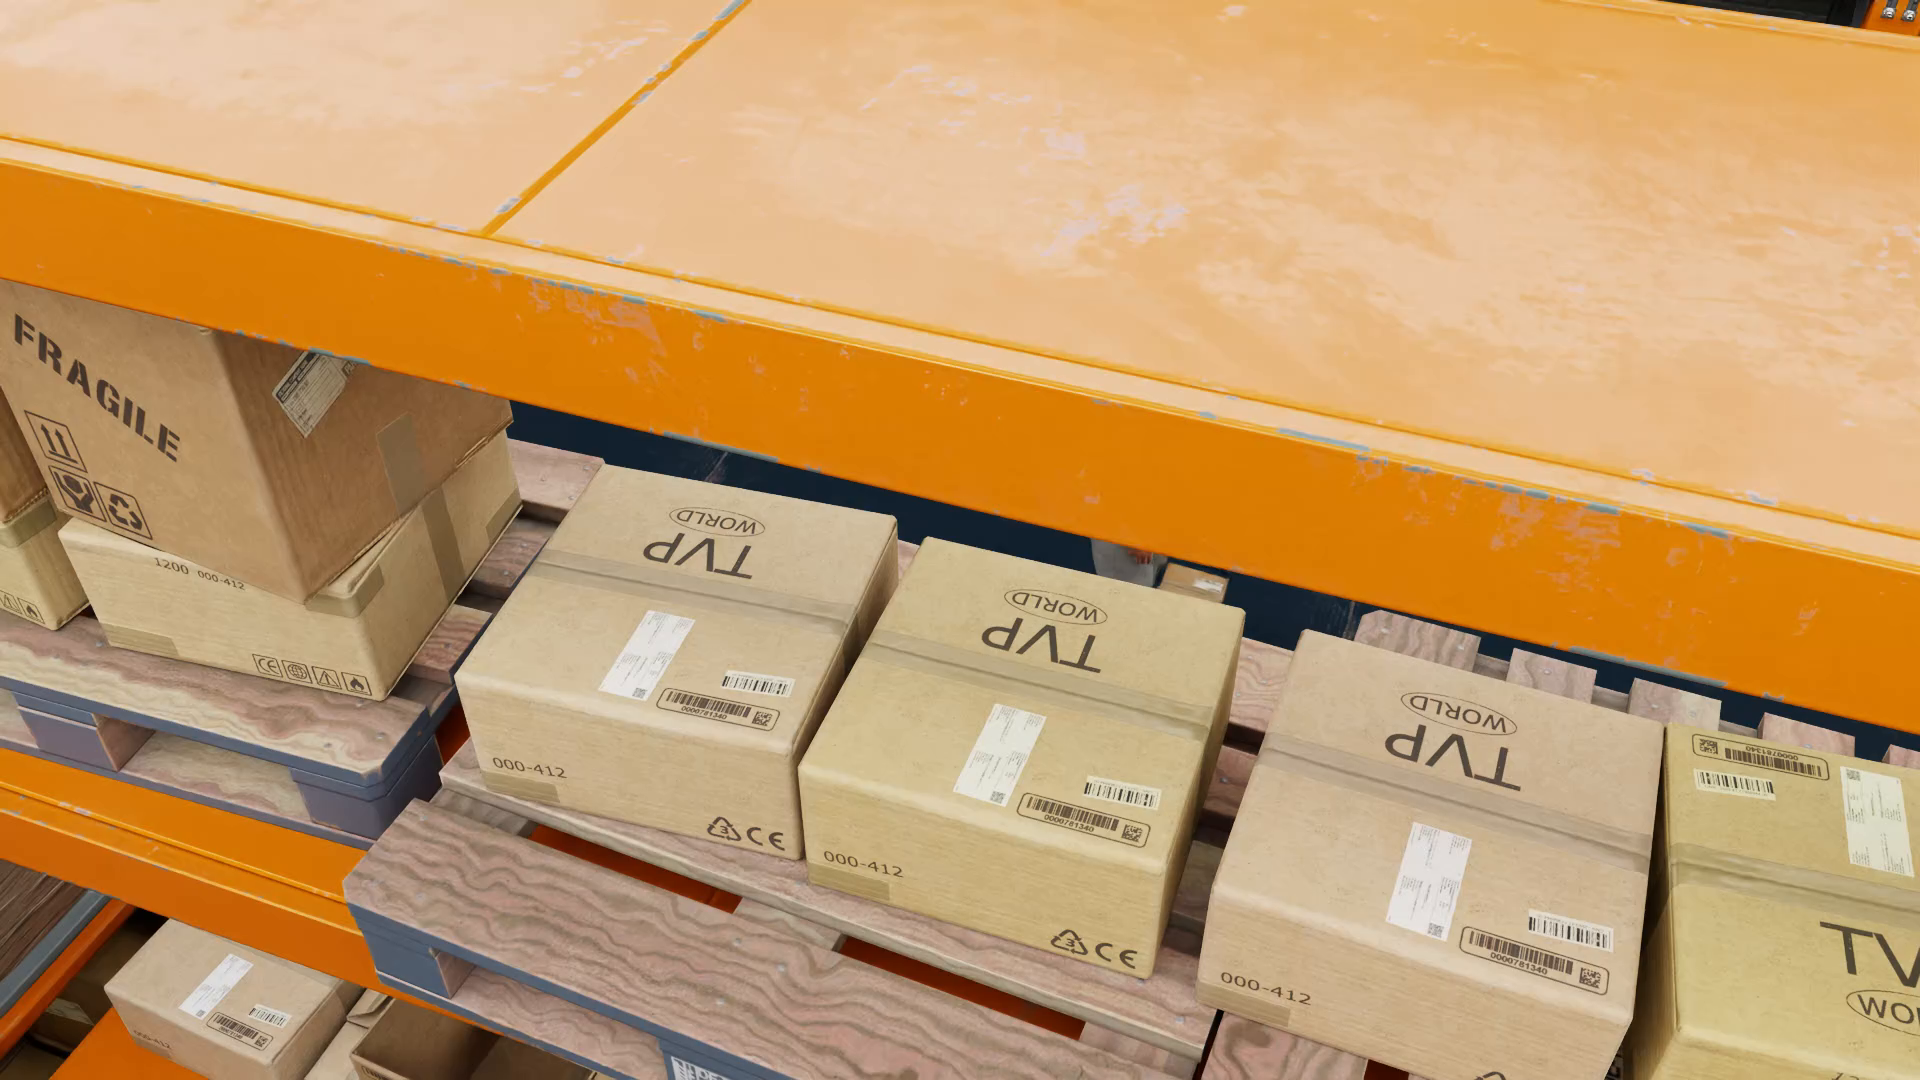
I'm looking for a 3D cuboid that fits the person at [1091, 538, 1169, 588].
[{"bbox_3d":[0.662,-0.164,6.339,0.434,1.749,0.585,14,43,15],"label":"person"}]
